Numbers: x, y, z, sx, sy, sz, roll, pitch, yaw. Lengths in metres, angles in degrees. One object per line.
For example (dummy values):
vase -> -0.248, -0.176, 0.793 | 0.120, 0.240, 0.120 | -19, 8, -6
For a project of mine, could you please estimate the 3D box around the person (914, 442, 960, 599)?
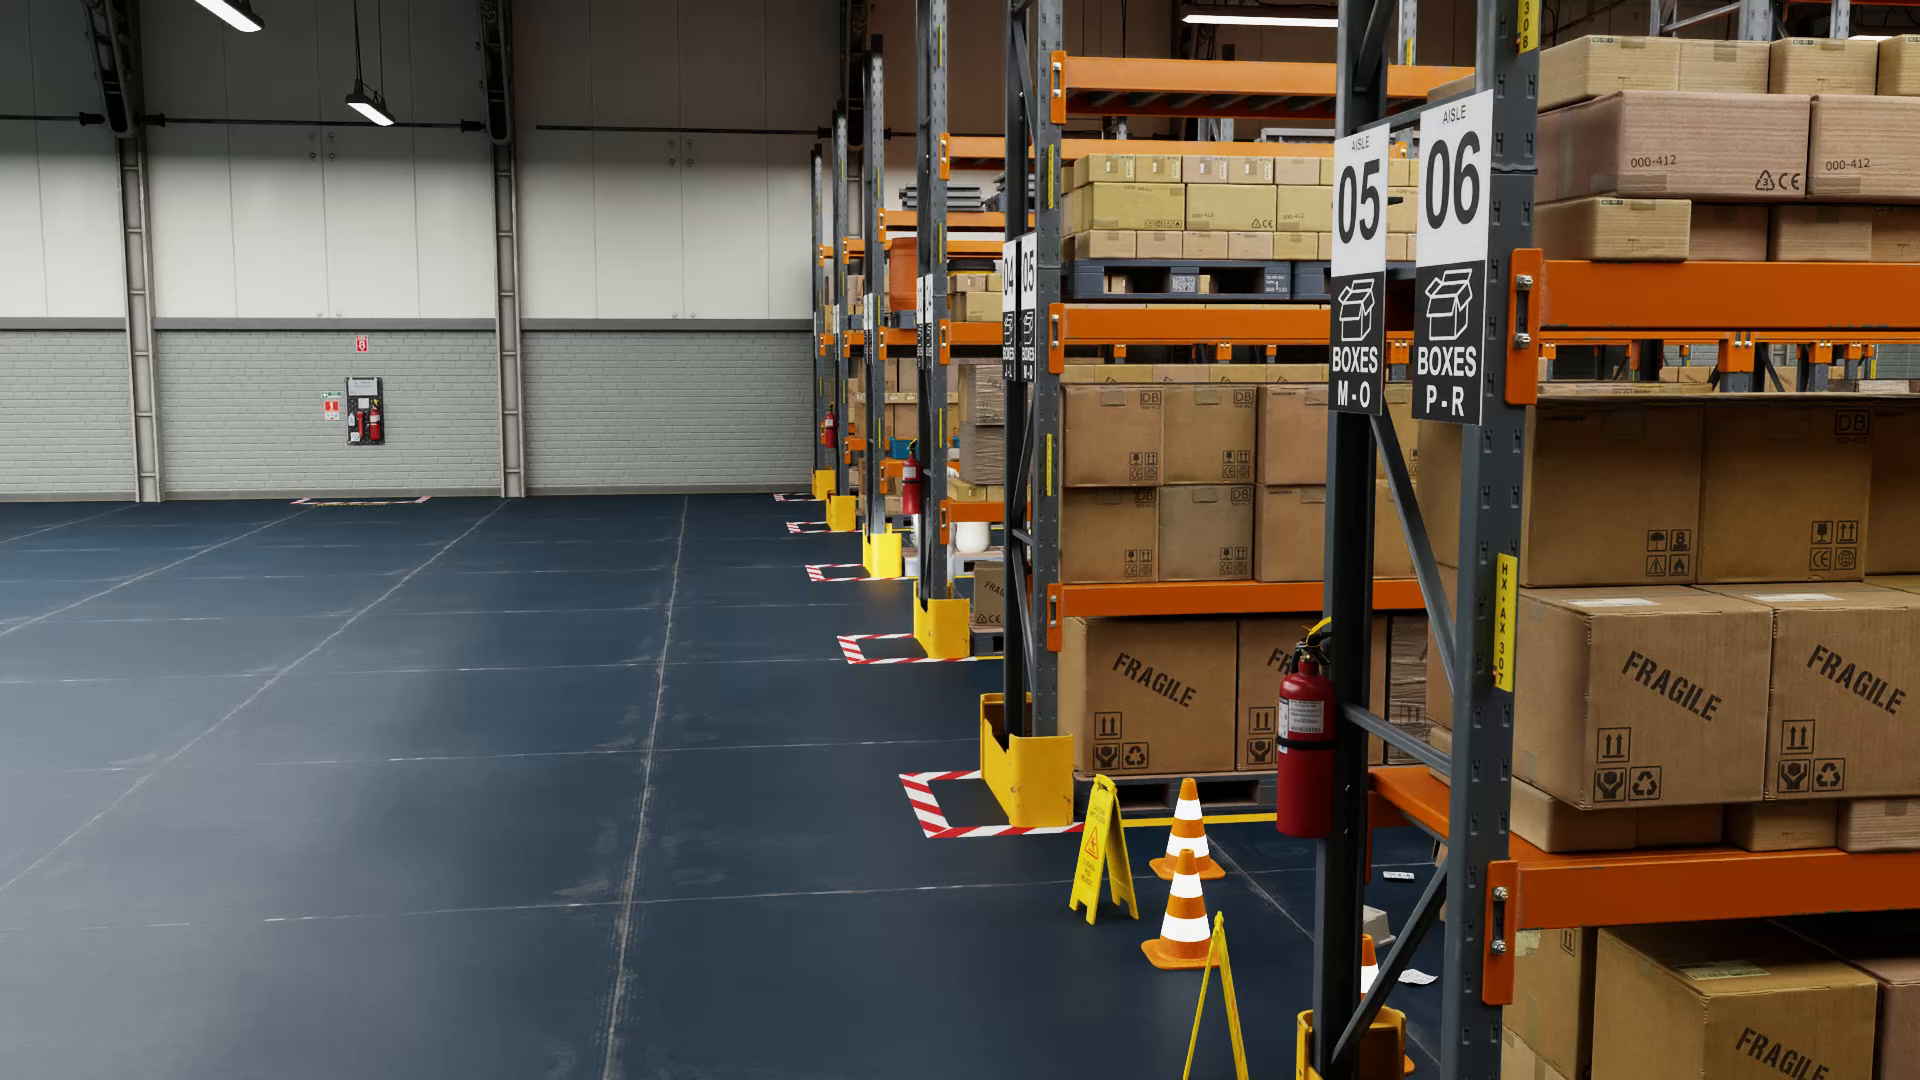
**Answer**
person -> -0.229, -0.165, 16.755 | 0.467, 1.700, 0.409 | -1, 7, -7
